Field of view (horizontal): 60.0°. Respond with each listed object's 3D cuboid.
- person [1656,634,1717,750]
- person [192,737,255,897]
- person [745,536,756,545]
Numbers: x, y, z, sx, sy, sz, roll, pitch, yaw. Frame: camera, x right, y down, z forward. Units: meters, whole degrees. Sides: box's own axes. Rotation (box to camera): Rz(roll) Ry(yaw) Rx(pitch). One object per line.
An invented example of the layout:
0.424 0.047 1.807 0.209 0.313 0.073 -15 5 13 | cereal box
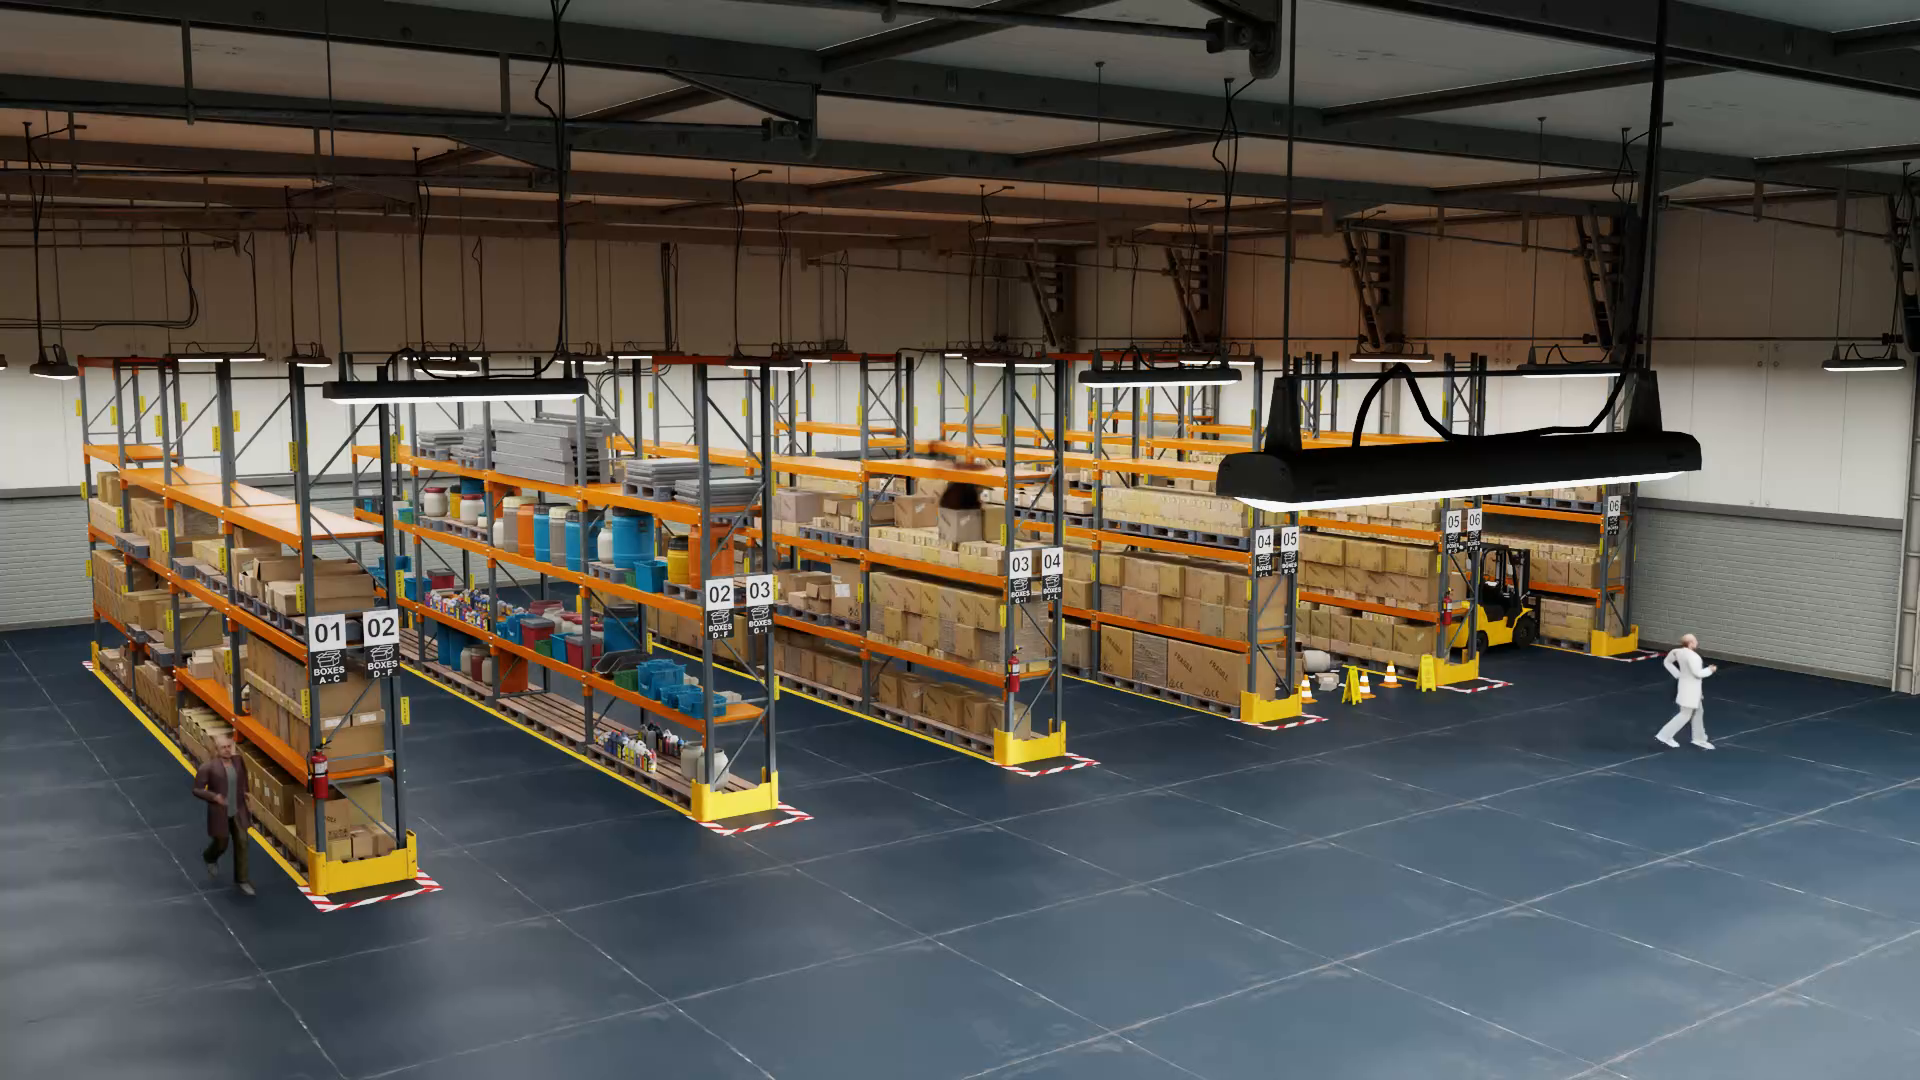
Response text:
11.179 2.336 25.522 0.937 1.810 0.700 1 7 5 | person
-8.445 3.140 19.113 1.032 1.788 0.709 6 9 42 | person
-5.208 0.569 41.370 0.620 1.550 0.584 -5 9 -38 | person
